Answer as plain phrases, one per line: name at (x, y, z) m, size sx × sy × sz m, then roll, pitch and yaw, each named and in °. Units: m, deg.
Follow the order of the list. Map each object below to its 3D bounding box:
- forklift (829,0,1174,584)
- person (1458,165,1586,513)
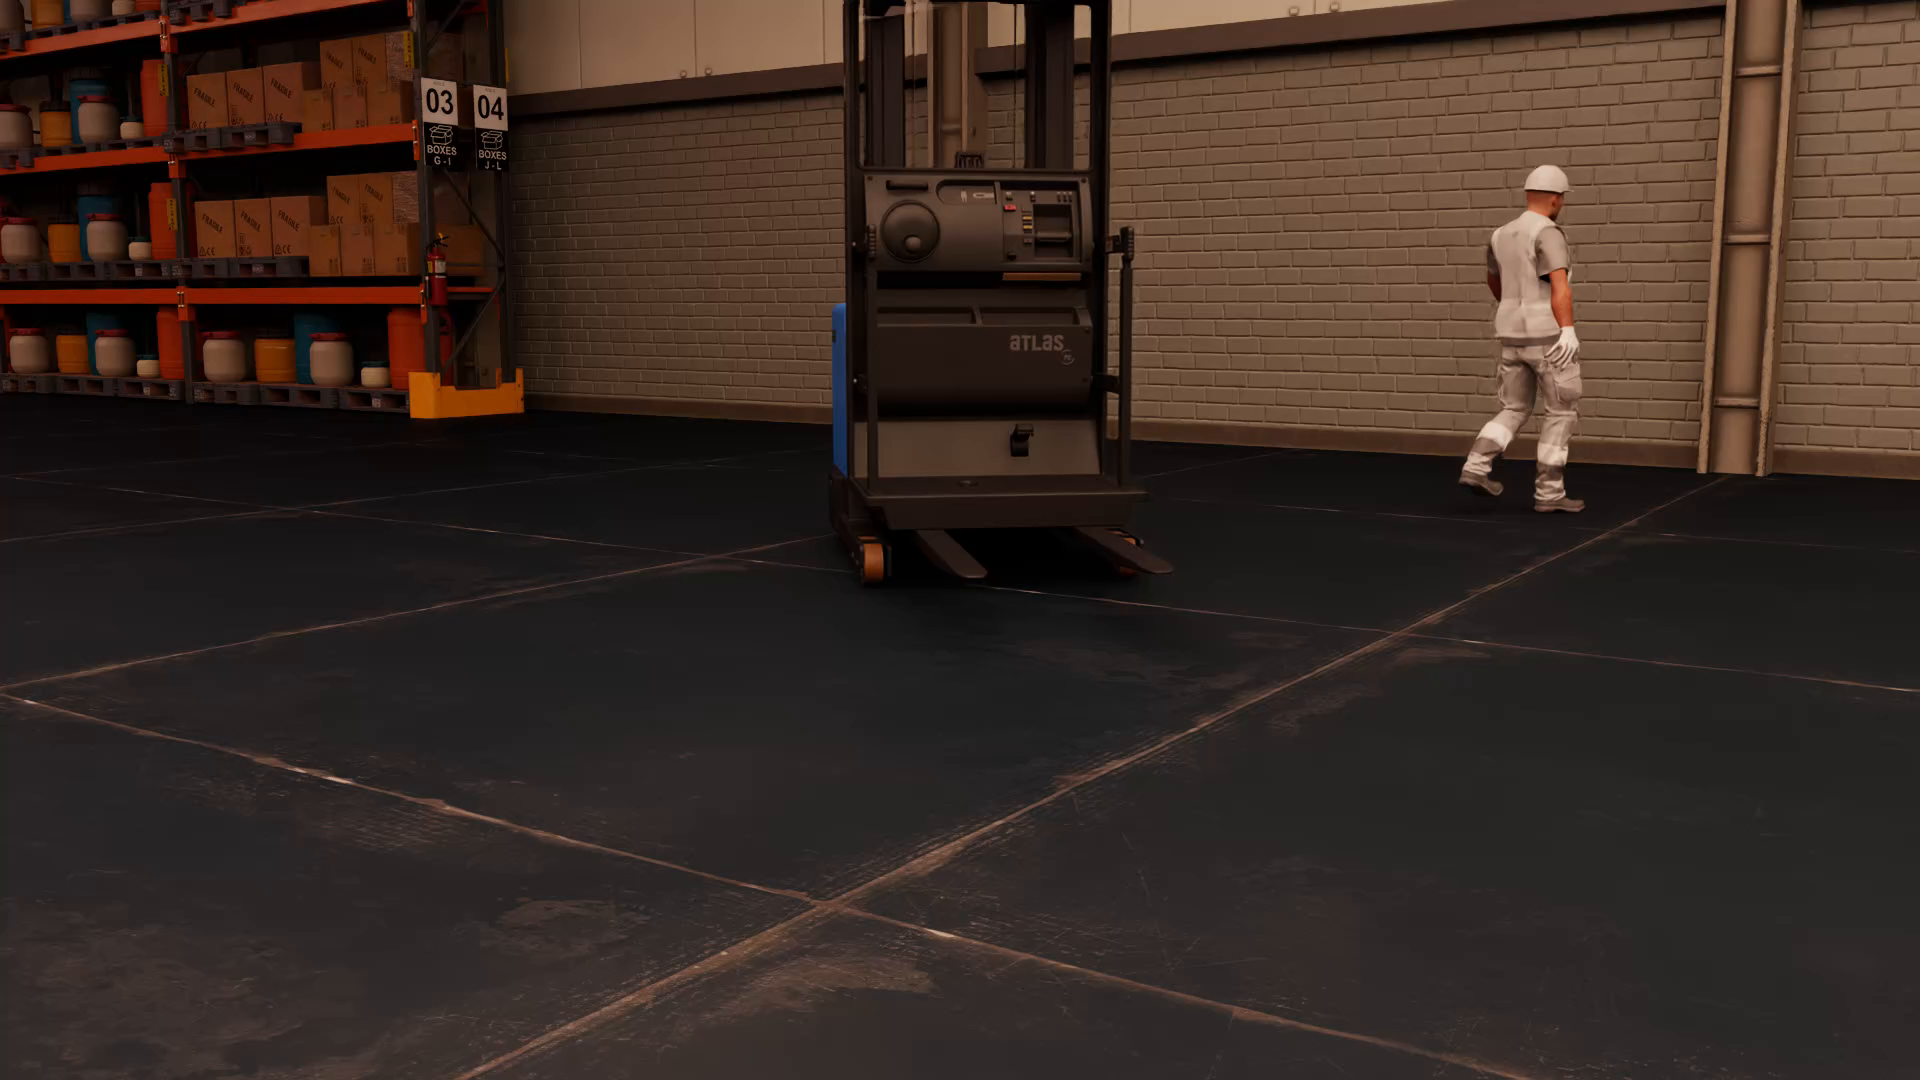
forklift at (0.112, -1.332, 6.558) m, size 1.130 × 2.935 × 3.031 m, roll -1°, pitch 8°, yaw -9°
person at (2.954, -1.022, 8.528) m, size 0.690 × 1.764 × 0.889 m, roll -4°, pitch 9°, yaw -24°
